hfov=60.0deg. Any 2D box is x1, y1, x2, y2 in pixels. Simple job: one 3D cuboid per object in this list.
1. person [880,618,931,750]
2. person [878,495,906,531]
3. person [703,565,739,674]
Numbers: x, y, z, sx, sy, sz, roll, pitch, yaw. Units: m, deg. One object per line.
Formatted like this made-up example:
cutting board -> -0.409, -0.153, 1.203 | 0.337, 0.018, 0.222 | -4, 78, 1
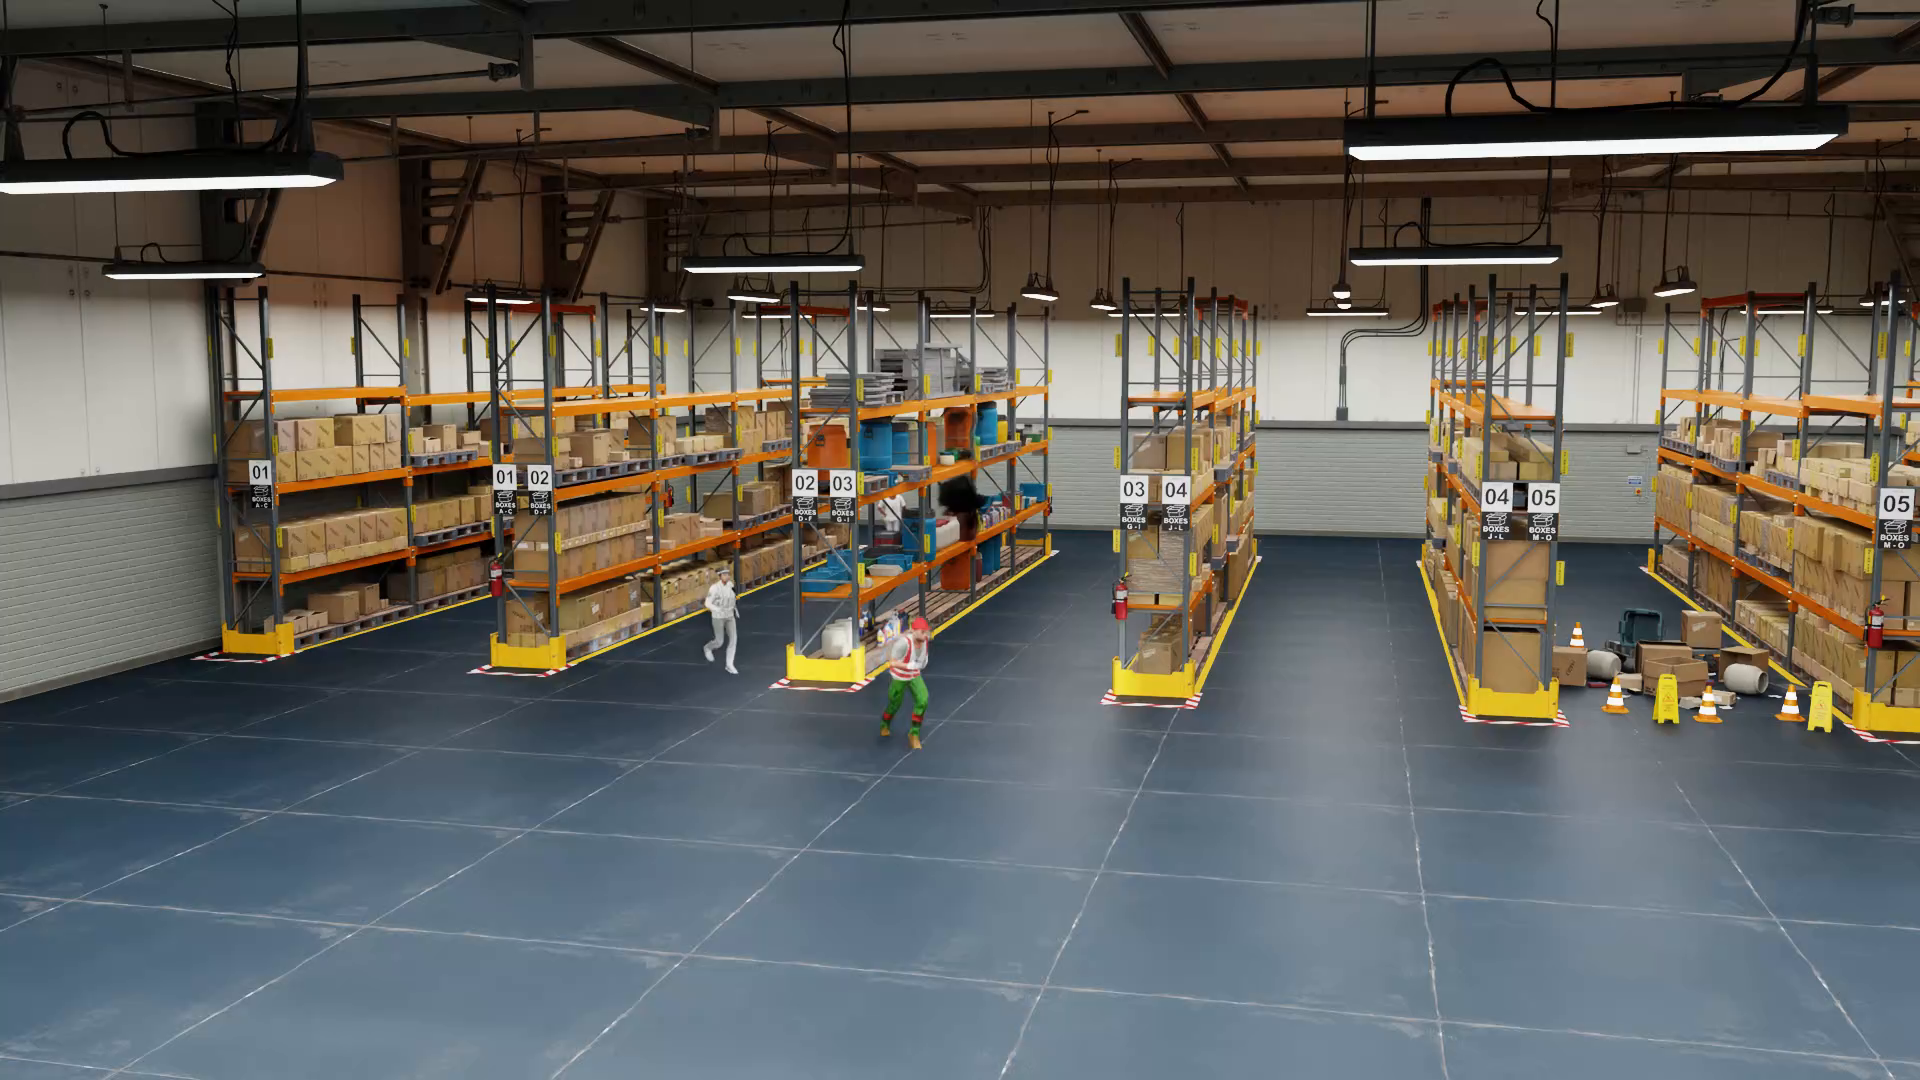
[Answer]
person -> -0.680, 1.790, 21.006 | 0.705, 1.715, 1.008 | -5, 8, -37
person -> -1.646, -0.481, 40.242 | 0.675, 1.730, 0.589 | 0, 7, -3
person -> -3.728, 1.212, 25.939 | 0.613, 1.687, 0.823 | -5, 8, -39
